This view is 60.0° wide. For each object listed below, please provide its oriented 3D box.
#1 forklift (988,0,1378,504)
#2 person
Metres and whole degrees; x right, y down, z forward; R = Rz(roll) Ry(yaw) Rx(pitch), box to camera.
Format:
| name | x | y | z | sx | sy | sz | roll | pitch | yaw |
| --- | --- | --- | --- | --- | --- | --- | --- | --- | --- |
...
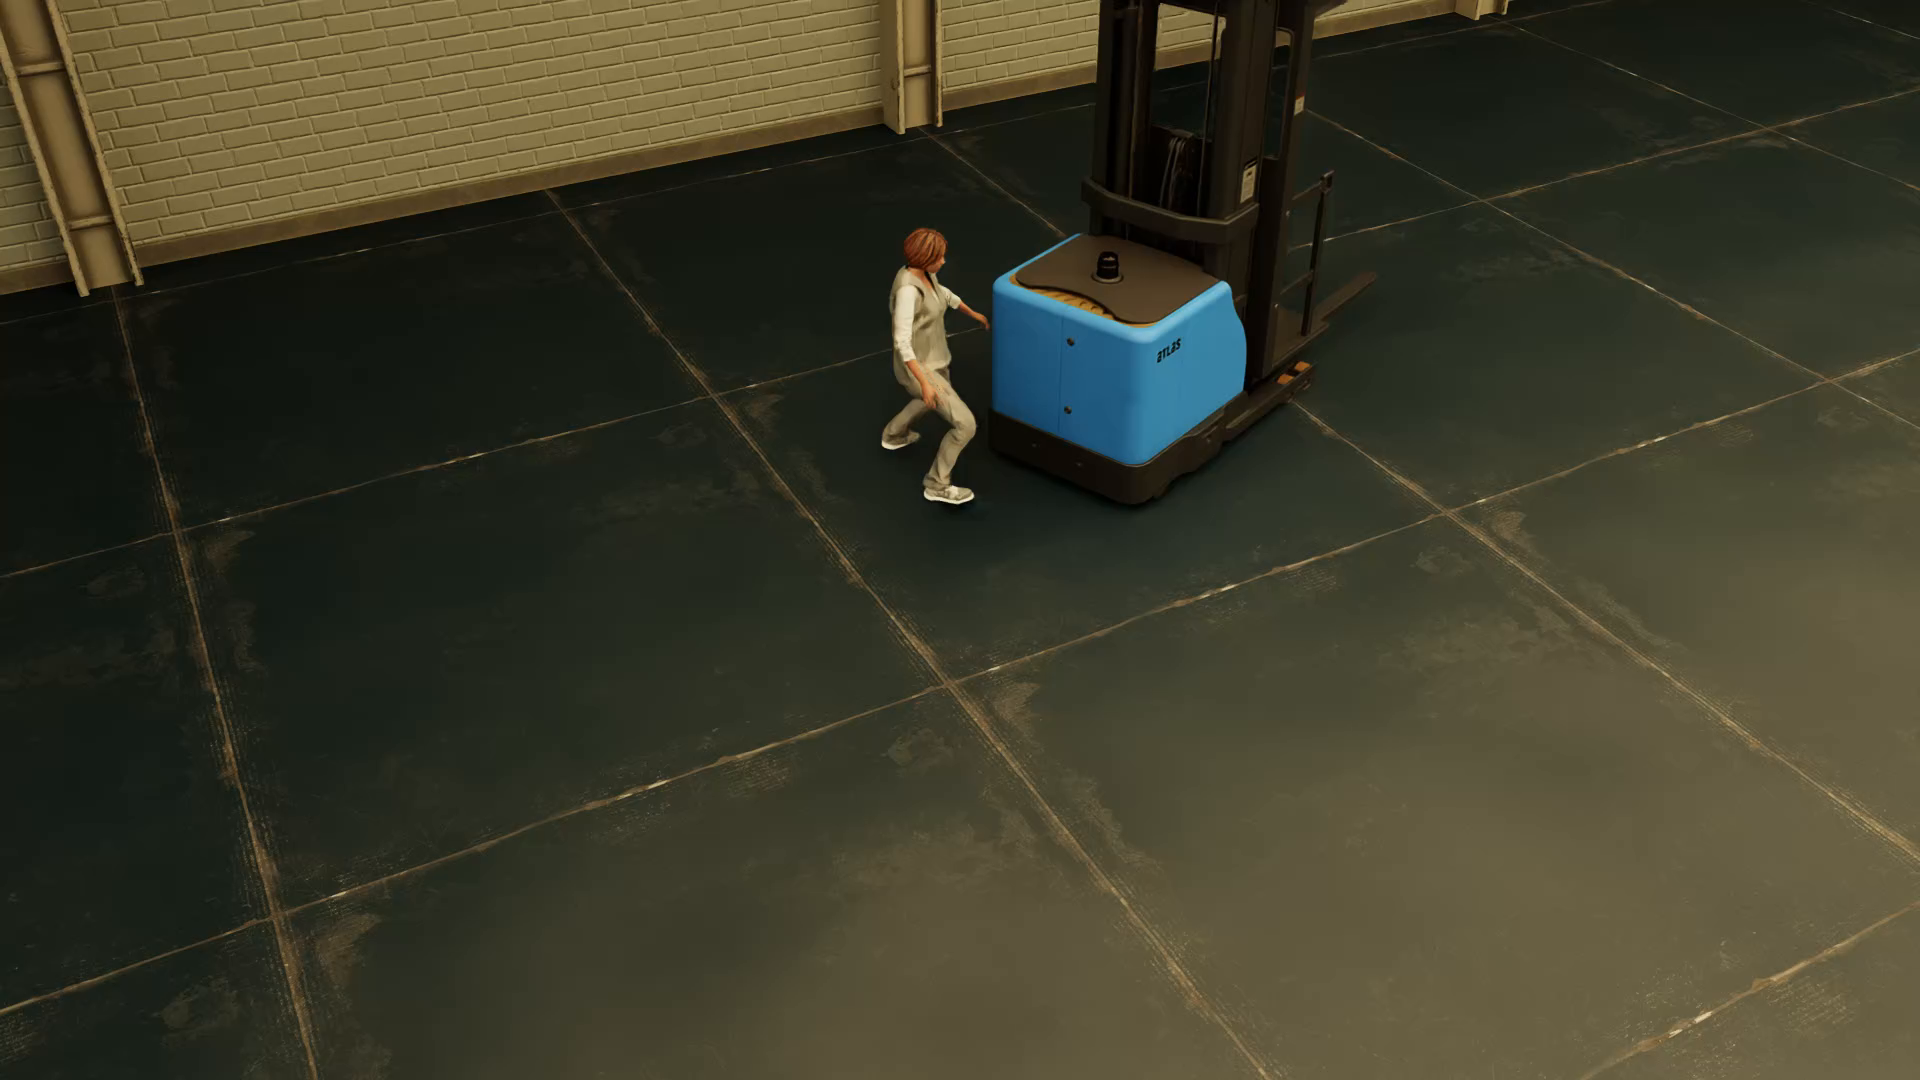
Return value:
| name | x | y | z | sx | sy | sz | roll | pitch | yaw |
| --- | --- | --- | --- | --- | --- | --- | --- | --- | --- |
| forklift | 1.475 | -2.170 | 9.193 | 1.130 | 2.935 | 3.031 | 25 | 42 | 31 |
| person | -0.162 | -0.966 | 8.800 | 0.646 | 1.469 | 0.816 | 8 | 36 | 11 |
